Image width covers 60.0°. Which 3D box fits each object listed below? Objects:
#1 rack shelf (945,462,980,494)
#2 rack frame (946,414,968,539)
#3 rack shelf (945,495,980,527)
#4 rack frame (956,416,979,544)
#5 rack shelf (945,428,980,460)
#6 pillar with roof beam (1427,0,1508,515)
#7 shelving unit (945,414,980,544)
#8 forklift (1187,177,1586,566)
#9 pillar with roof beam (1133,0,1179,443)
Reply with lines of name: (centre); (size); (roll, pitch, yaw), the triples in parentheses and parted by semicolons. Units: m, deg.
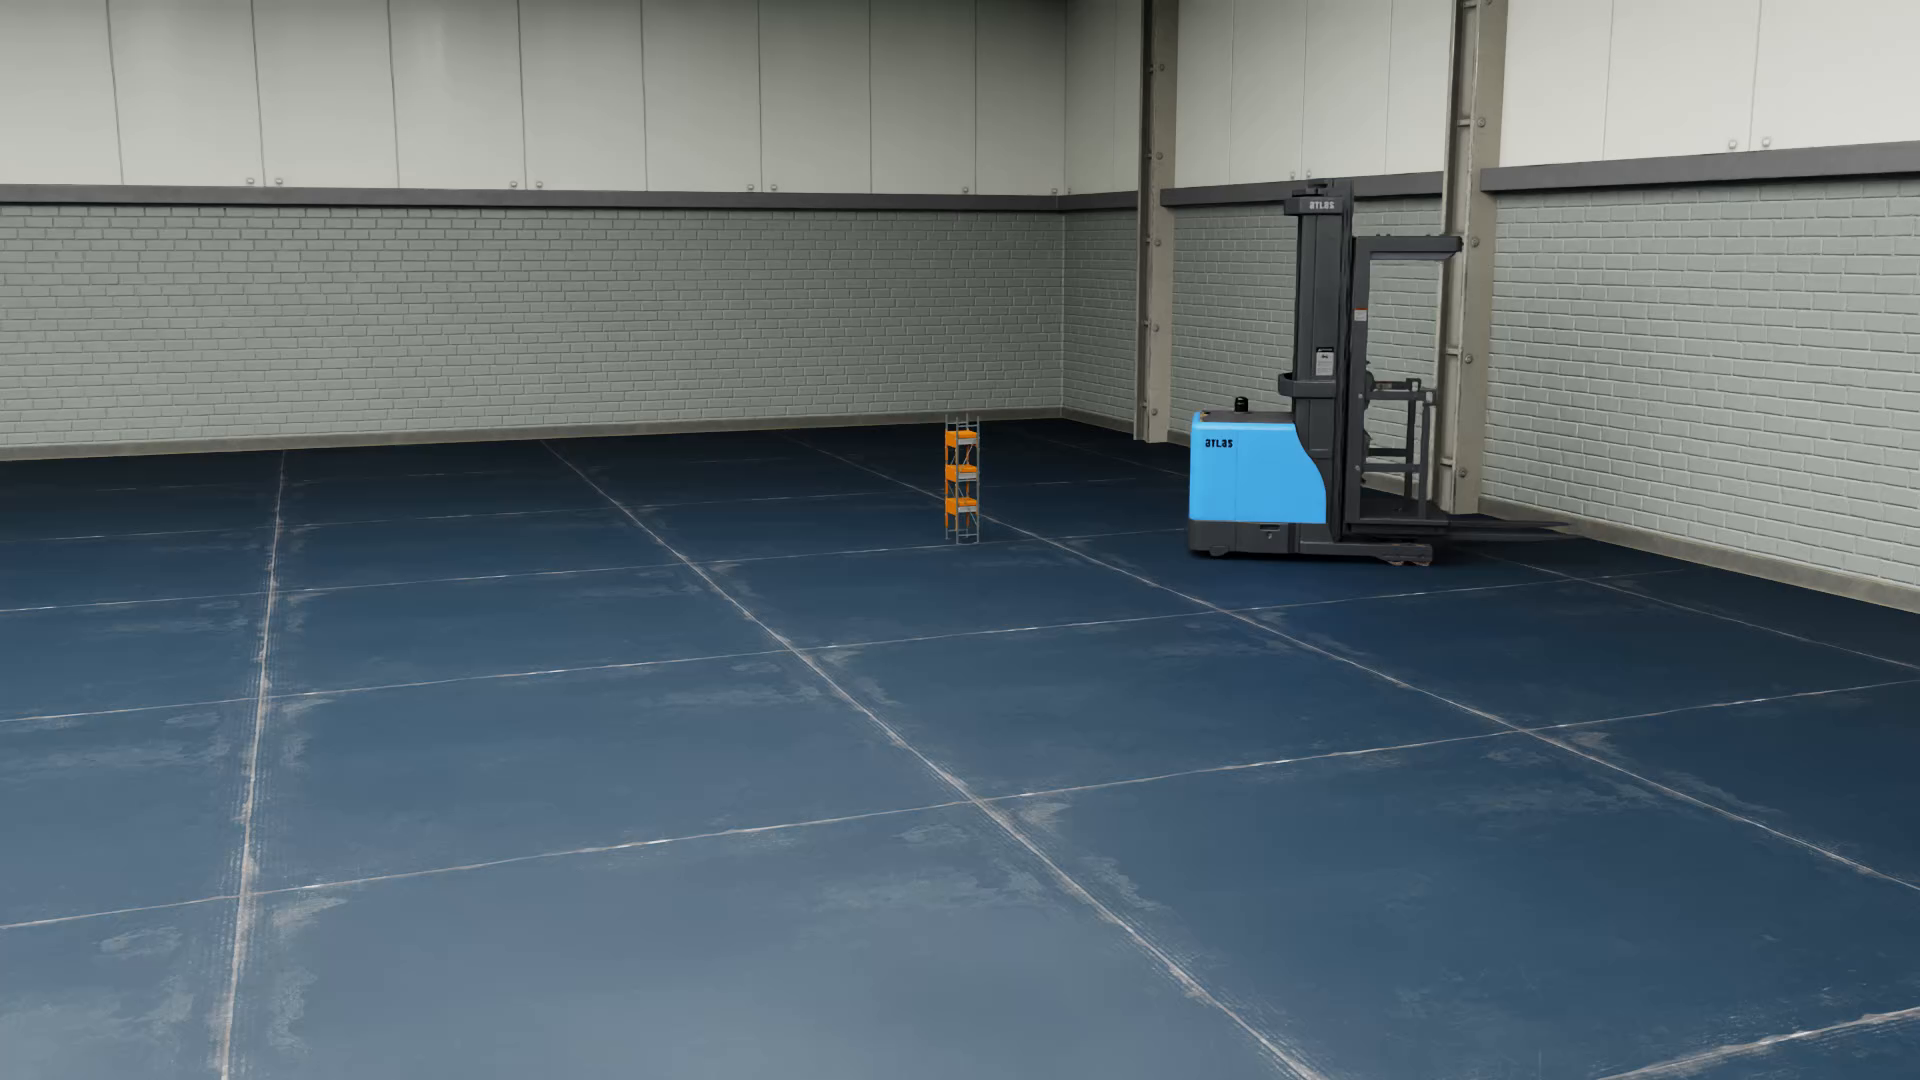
rack shelf: (0.019, -0.498, 13.781); (0.215, 0.259, 0.240); (-4, 11, -21)
rack frame: (-0.025, -0.528, 13.891); (0.200, 1.050, 0.008); (-4, 11, -21)
rack shelf: (0.019, -0.224, 13.830); (0.215, 0.259, 0.240); (-4, 11, -21)
rack frame: (0.064, -0.488, 13.667); (0.200, 1.050, 0.008); (-4, 11, -21)
rack shelf: (0.019, -0.777, 13.731); (0.215, 0.259, 0.240); (-4, 11, -21)
pillar with roof beam: (0.574, -4.431, 13.137); (9.100, 9.000, 0.400); (-4, 11, -21)
shelving unit: (0.019, -0.508, 13.779); (0.215, 1.050, 0.252); (-4, 11, -21)
forklift: (3.356, -1.342, 13.094); (3.031, 2.935, 1.130); (2, 10, 9)
pillar with roof beam: (-1.600, -5.411, 18.643); (9.100, 9.000, 0.400); (-4, 11, -21)
